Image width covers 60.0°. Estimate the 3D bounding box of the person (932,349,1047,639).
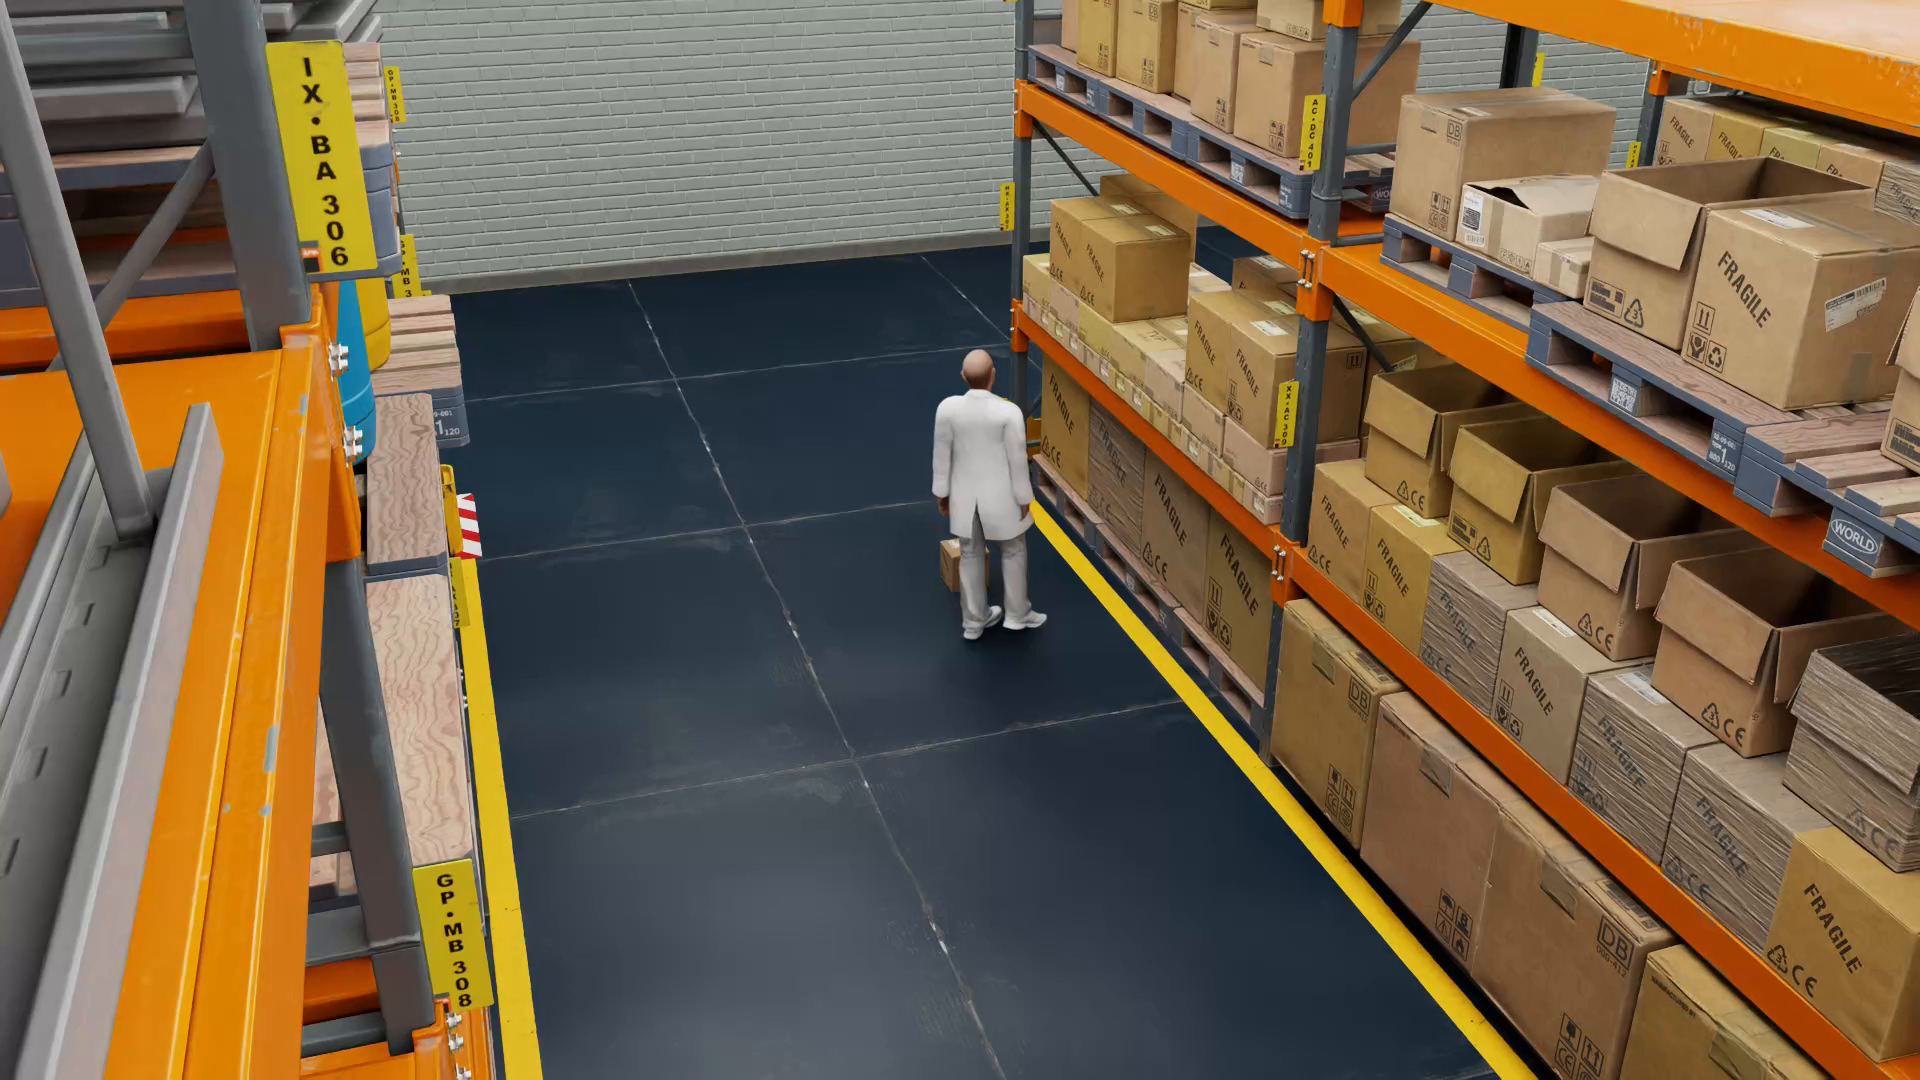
[{"bbox_3d":[0.174,-0.266,9.702,0.636,1.820,0.481,8,27,16],"label":"person"}]
